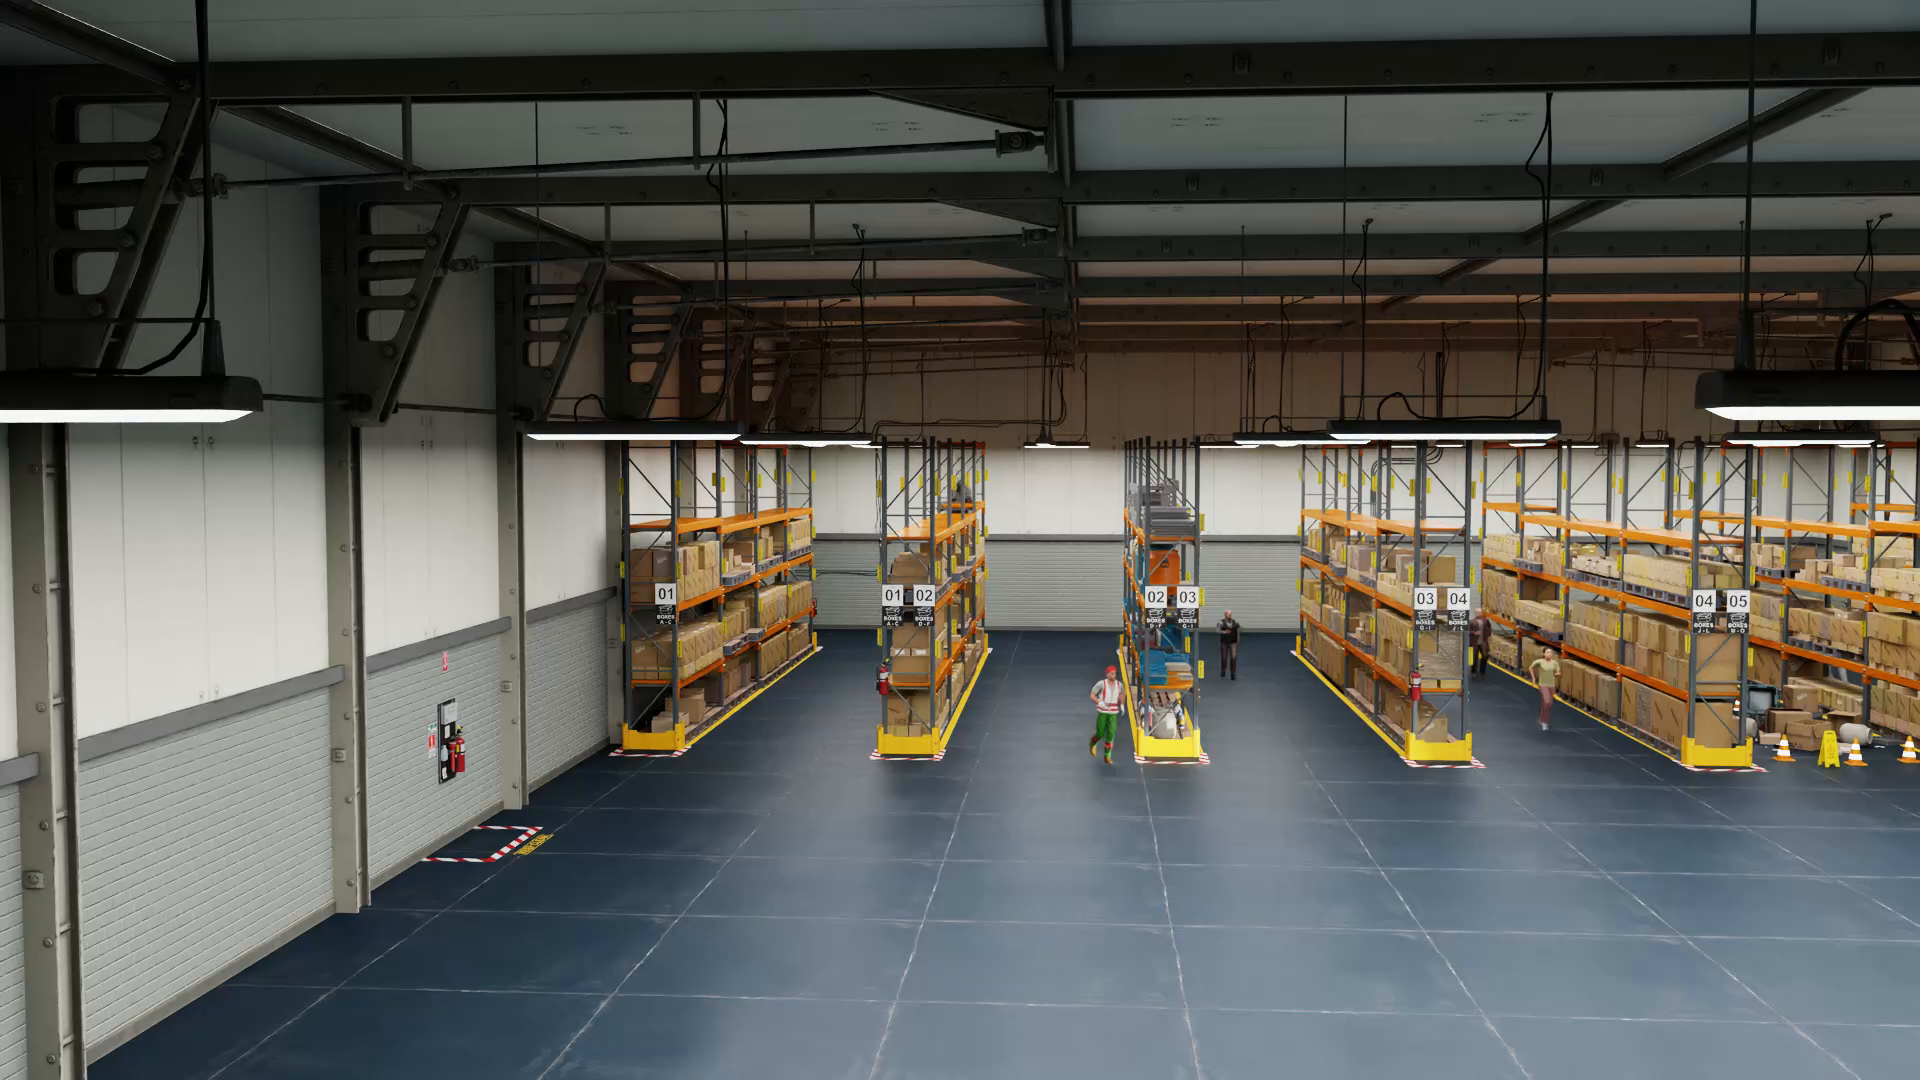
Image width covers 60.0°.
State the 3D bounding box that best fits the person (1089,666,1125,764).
[{"bbox_3d":[2.750,3.194,30.753,0.710,1.763,0.904,-1,3,-14],"label":"person"}]

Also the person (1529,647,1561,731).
[{"bbox_3d":[12.080,3.055,34.267,0.548,1.722,0.728,0,3,-6],"label":"person"}]

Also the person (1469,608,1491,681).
[{"bbox_3d":[12.955,2.622,41.549,0.699,1.840,0.812,0,3,6],"label":"person"}]

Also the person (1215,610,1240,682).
[{"bbox_3d":[6.710,2.633,41.648,0.671,1.789,0.786,0,3,0],"label":"person"}]

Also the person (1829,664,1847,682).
[{"bbox_3d":[20.989,2.703,39.832,0.642,1.840,0.763,0,3,0],"label":"person"}]
